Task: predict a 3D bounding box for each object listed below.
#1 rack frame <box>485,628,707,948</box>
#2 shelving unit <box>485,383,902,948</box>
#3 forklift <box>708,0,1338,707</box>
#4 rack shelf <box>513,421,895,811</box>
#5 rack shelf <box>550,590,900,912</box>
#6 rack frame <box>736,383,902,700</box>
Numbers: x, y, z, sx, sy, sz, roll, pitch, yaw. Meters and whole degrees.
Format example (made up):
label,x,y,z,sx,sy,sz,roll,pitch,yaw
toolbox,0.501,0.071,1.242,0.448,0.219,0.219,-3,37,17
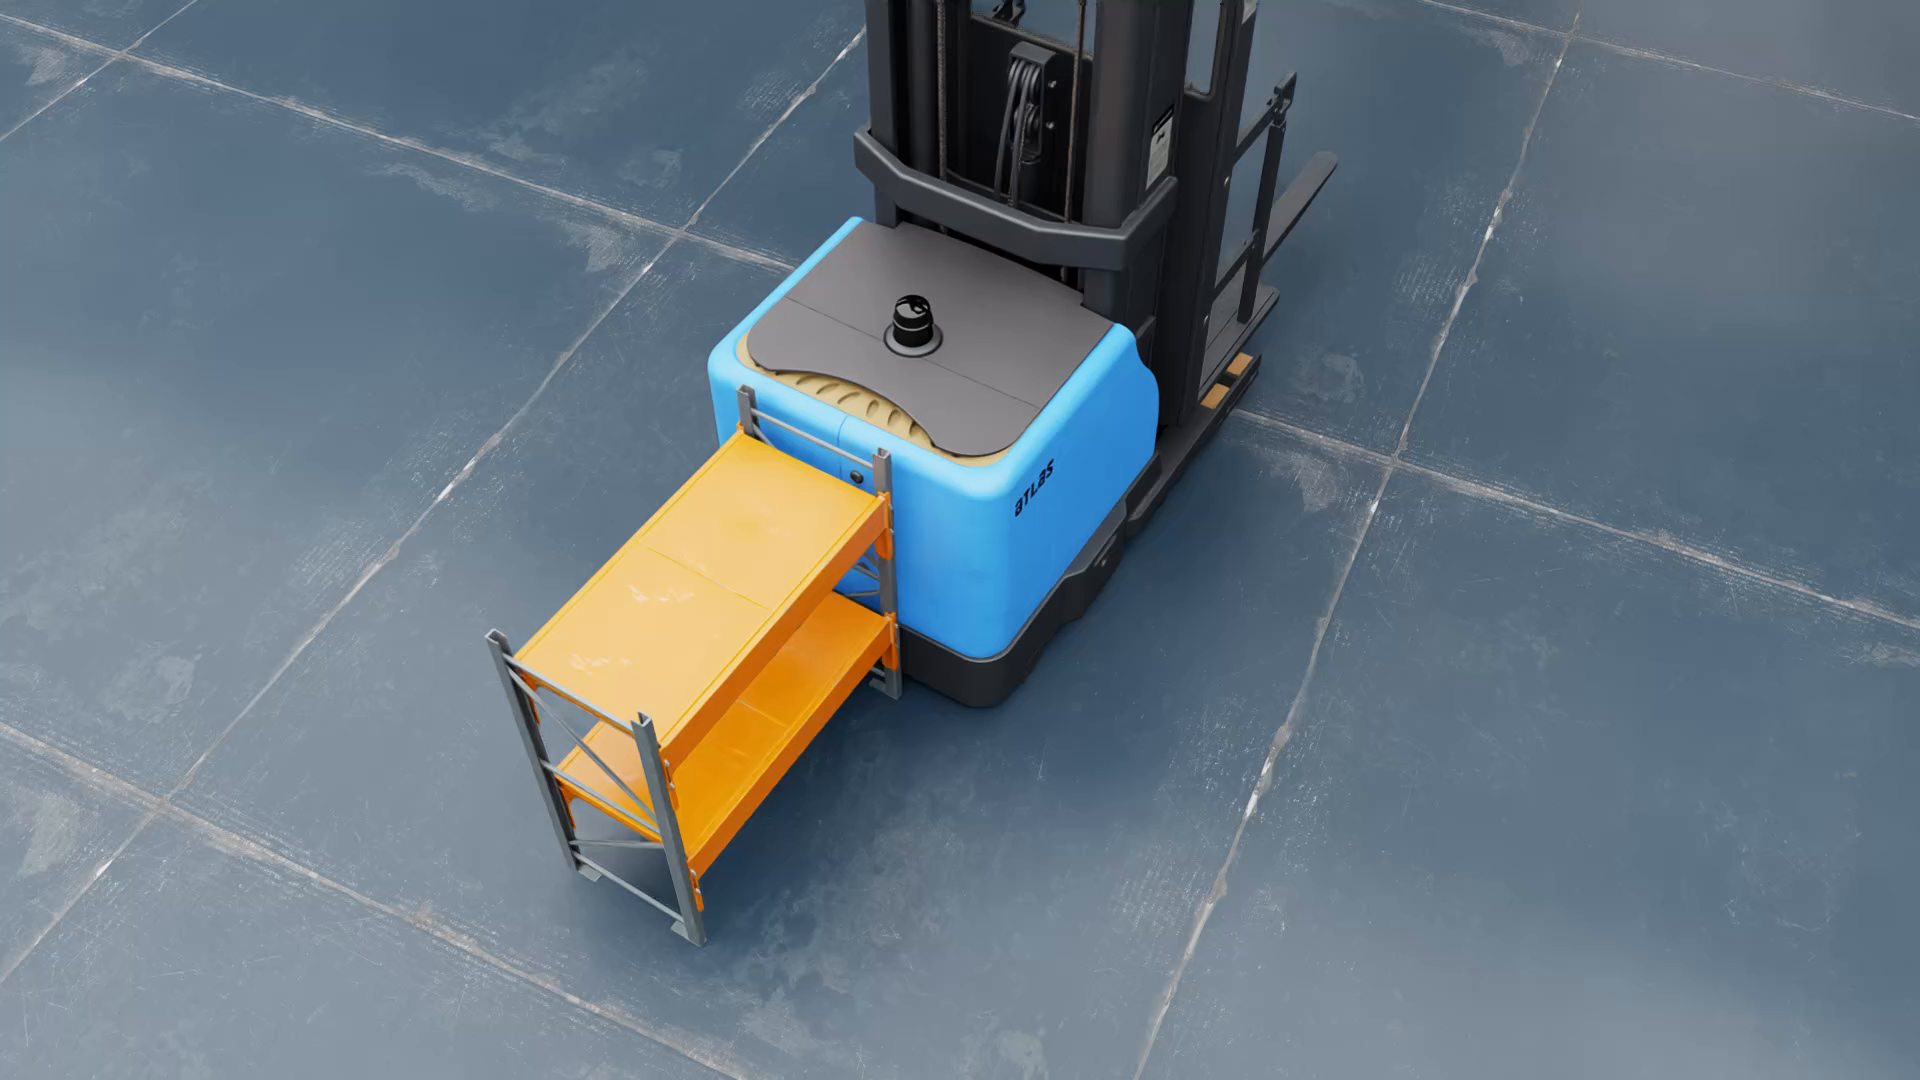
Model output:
label,x,y,z,sx,sy,sz,roll,pitch,yaw
rack frame,-0.945,0.692,4.422,0.500,1.125,0.032,26,54,20
shelving unit,-0.675,0.364,4.702,0.538,1.125,1.048,26,54,20
forklift,0.459,-1.537,5.133,1.130,2.935,3.031,26,54,20
rack shelf,-0.675,0.175,4.479,0.538,0.278,1.000,26,54,20
rack shelf,-0.675,0.523,4.888,0.538,0.278,1.000,26,54,20
rack frame,-0.405,0.036,4.981,0.500,1.125,0.032,26,54,20
